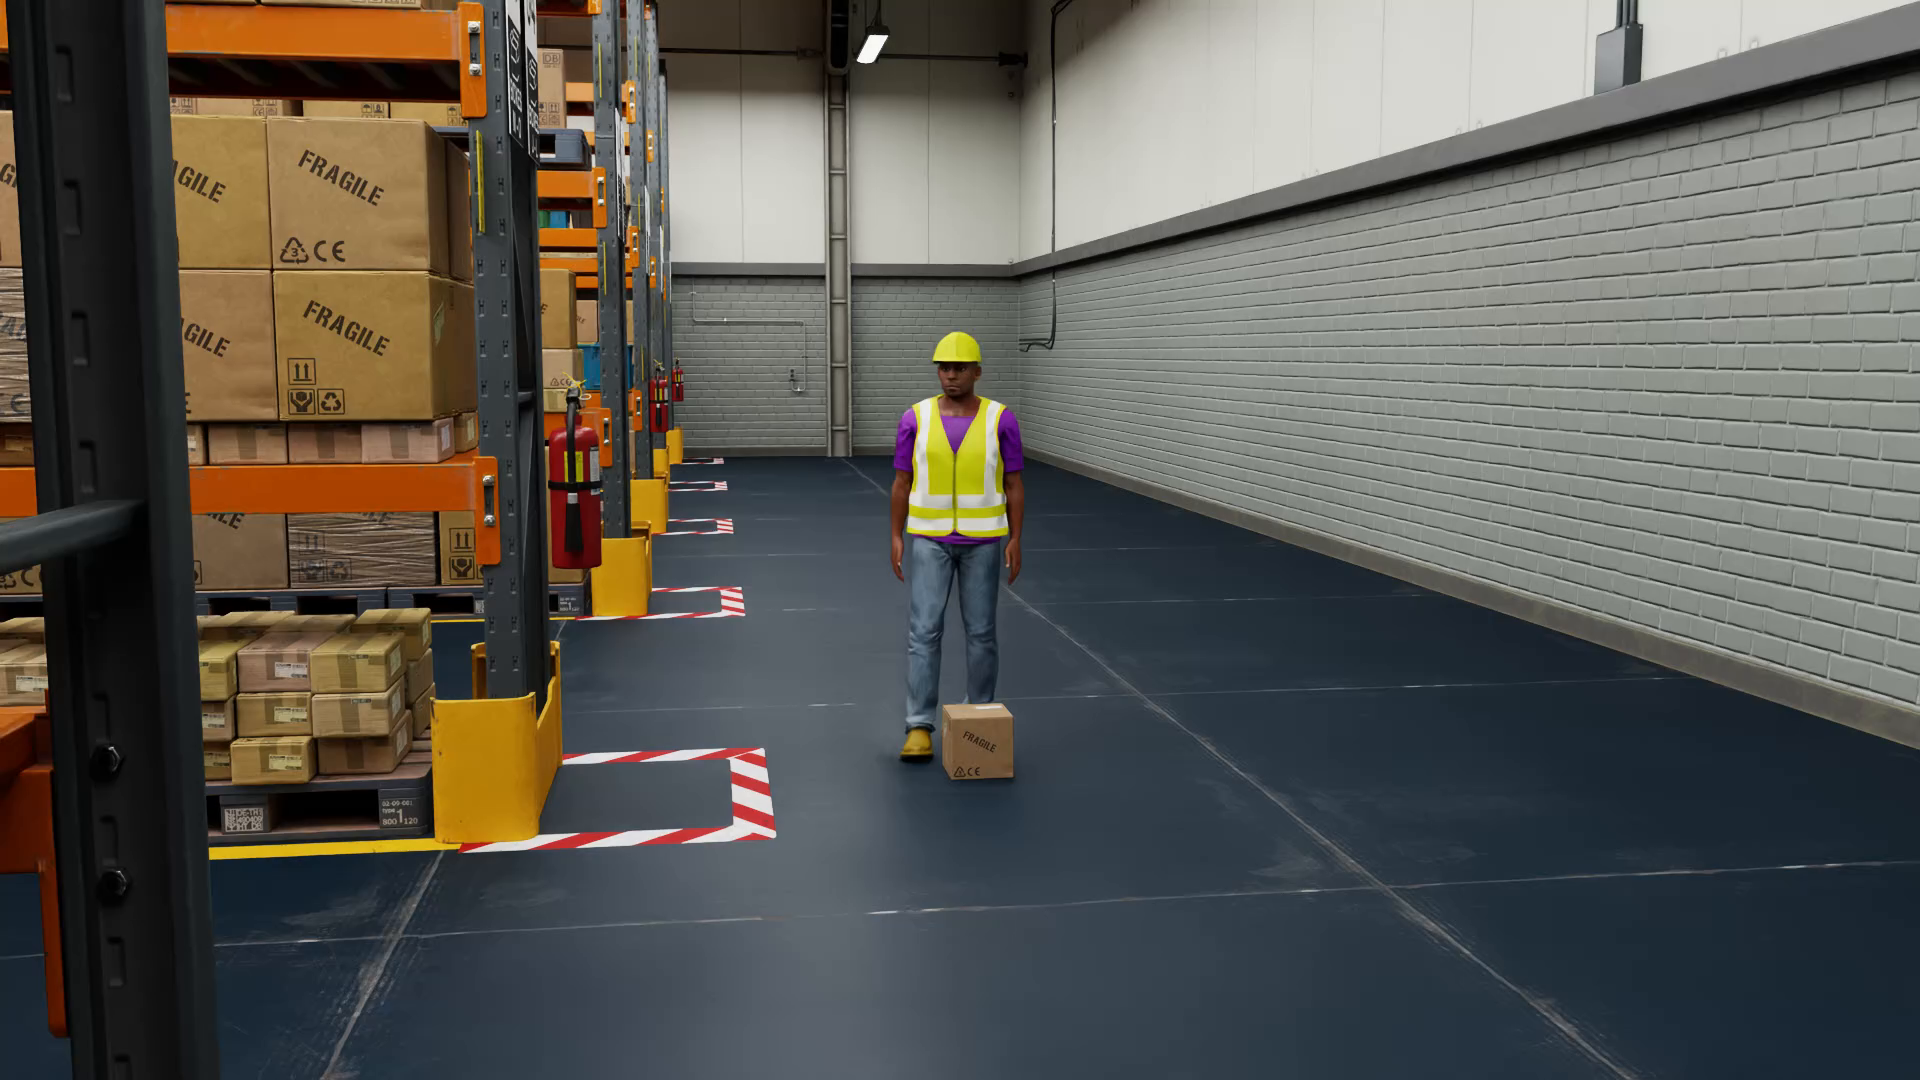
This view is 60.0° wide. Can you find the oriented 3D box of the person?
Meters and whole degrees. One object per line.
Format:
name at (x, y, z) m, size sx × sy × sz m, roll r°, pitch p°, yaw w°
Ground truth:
person at (-0.018, 0.027, 7.002) m, size 0.575 × 1.726 × 0.612 m, roll 0°, pitch 6°, yaw 3°
